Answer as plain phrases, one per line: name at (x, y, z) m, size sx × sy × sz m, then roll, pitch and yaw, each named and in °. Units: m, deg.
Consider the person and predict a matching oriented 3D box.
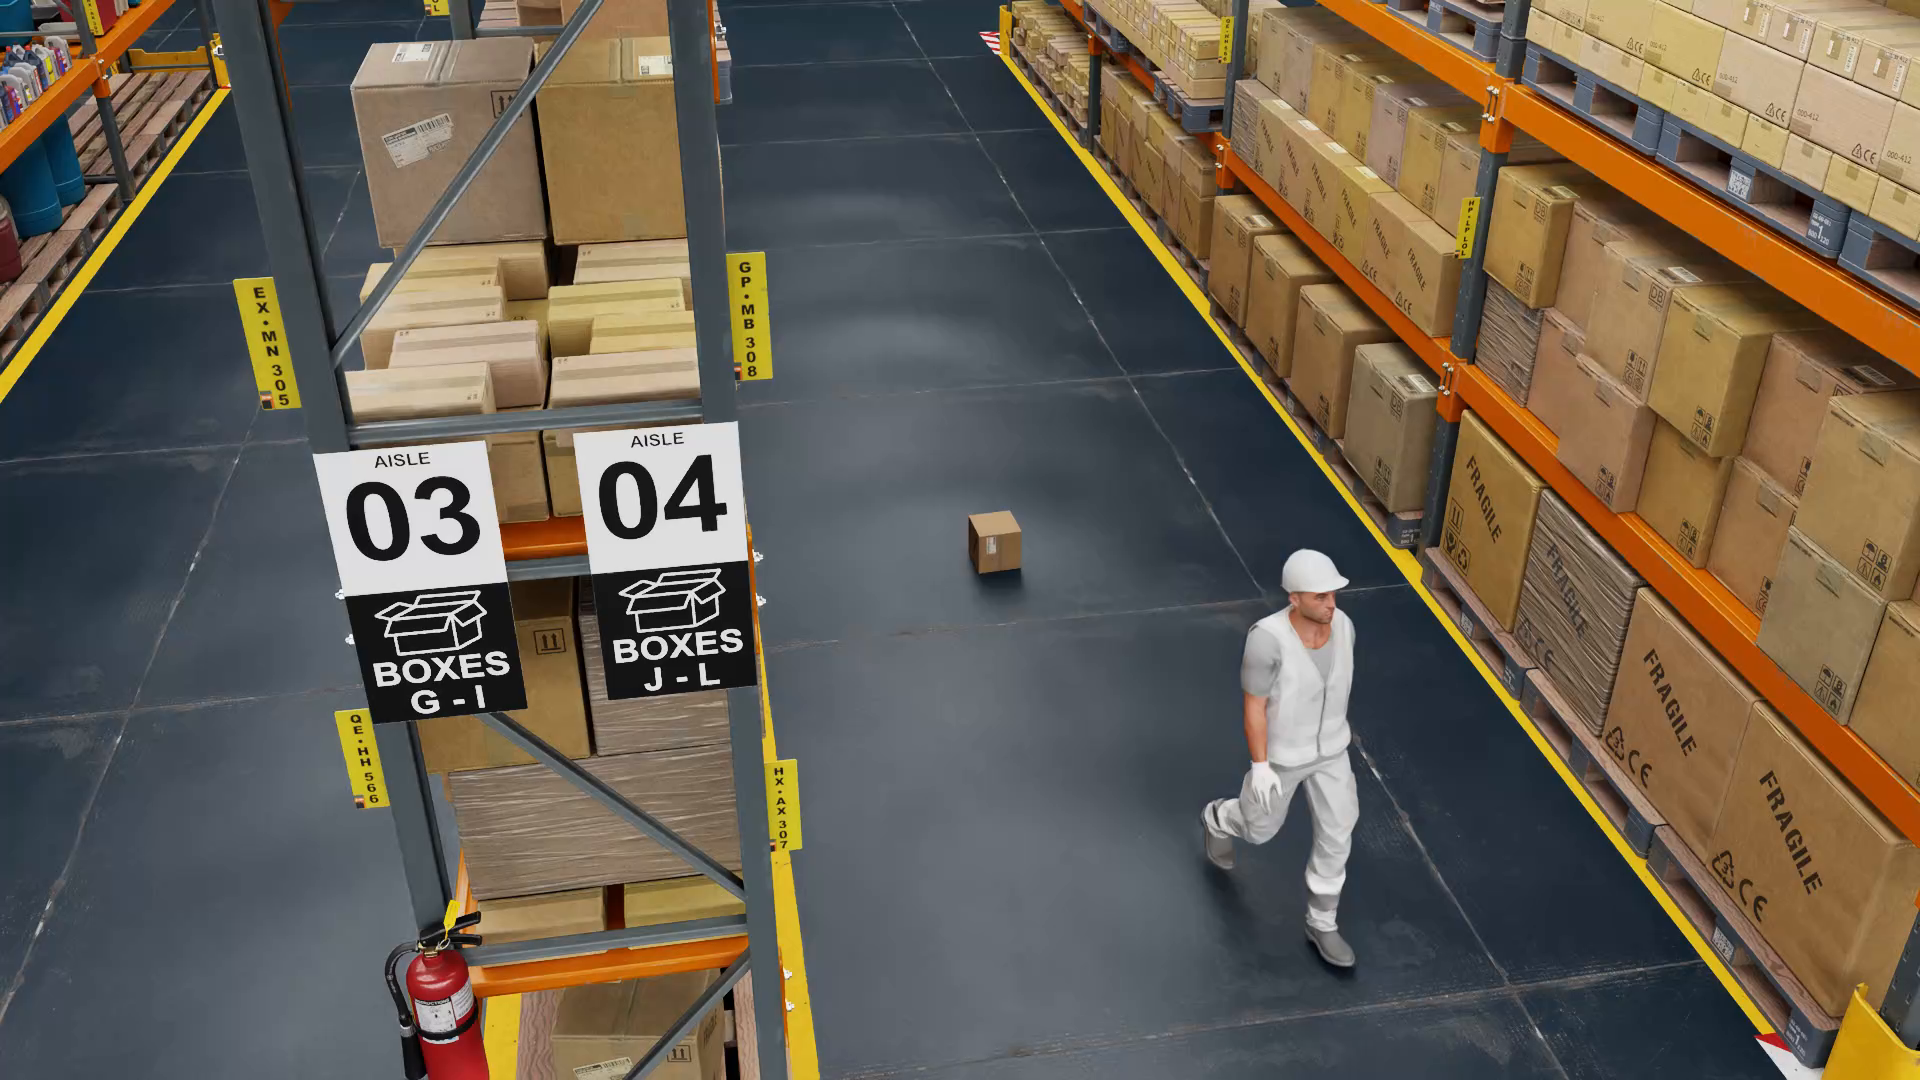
person at (1.341, 0.821, 6.707) m, size 0.535 × 1.756 × 0.930 m, roll -11°, pitch 32°, yaw -18°
